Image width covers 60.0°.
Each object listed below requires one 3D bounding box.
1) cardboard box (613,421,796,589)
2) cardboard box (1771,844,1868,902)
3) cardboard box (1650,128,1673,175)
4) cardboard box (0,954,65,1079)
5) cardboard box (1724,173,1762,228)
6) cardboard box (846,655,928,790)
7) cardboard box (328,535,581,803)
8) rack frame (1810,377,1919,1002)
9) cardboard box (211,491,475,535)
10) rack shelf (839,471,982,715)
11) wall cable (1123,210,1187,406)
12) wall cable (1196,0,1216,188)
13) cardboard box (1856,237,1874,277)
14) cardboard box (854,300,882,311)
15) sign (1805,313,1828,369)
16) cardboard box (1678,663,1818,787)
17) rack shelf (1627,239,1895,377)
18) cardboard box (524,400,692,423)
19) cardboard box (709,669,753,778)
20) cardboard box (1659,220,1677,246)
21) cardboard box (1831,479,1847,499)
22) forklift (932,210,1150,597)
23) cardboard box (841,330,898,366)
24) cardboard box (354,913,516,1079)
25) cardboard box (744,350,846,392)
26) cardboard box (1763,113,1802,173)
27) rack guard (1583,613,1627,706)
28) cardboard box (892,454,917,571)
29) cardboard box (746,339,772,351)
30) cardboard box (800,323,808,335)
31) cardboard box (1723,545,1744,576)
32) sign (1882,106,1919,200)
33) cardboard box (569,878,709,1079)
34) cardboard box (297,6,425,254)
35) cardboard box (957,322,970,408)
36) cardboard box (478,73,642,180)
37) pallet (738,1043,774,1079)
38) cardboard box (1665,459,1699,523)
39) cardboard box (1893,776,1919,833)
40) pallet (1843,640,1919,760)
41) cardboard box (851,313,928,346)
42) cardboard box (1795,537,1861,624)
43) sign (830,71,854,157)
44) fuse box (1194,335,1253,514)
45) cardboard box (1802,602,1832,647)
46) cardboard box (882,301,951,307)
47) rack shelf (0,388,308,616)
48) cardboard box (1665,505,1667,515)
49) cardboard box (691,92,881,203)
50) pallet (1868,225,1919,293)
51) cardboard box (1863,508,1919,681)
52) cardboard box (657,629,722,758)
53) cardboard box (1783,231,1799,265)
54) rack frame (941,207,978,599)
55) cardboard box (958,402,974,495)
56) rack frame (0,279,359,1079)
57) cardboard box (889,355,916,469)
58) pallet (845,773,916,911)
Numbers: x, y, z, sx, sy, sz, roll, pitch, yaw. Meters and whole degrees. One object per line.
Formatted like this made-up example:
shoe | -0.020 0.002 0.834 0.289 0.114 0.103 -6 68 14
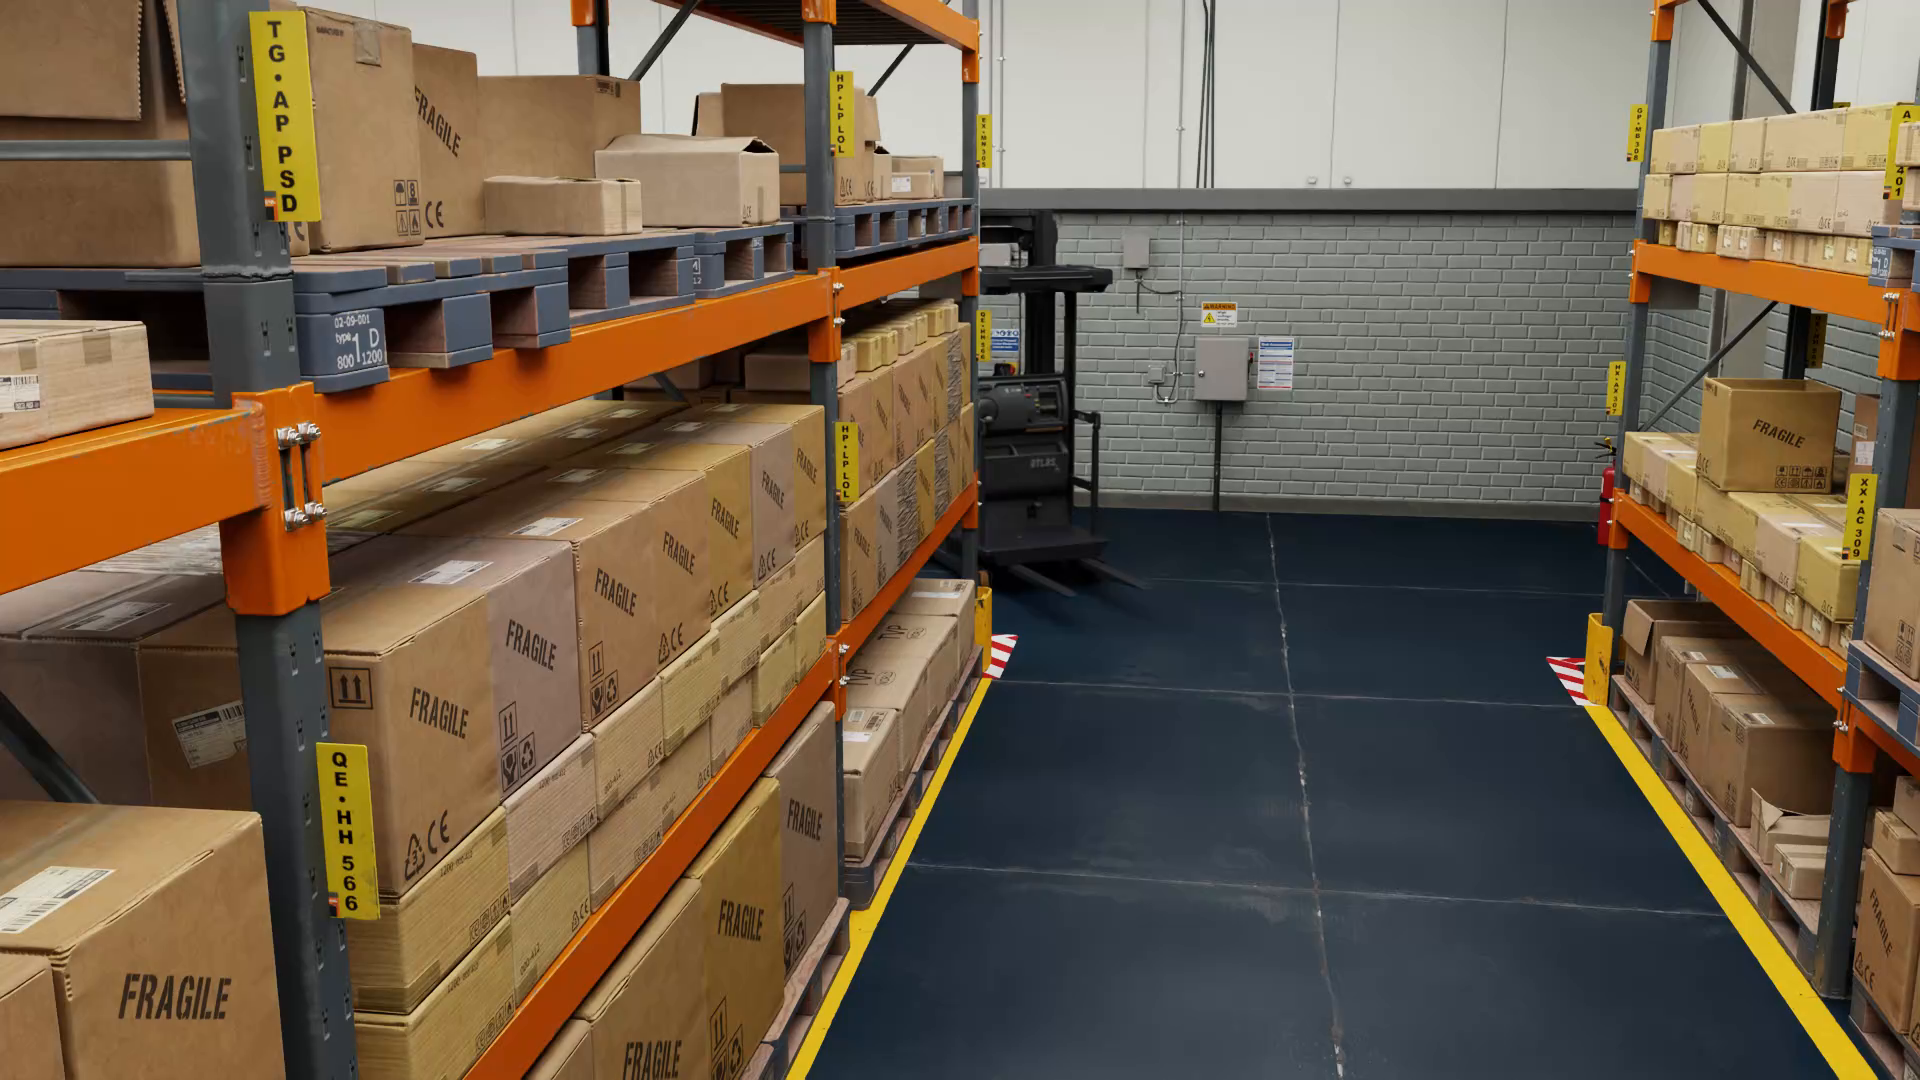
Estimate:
cardboard box | -0.895 -0.135 5.890 0.500 0.500 0.500 2 12 10
cardboard box | 3.699 1.416 7.071 0.380 0.149 0.250 2 12 7
cardboard box | 4.202 -2.178 9.322 0.500 0.250 0.500 2 12 8
cardboard box | -1.481 0.838 2.044 0.500 0.500 0.500 2 12 8
cardboard box | 3.974 -1.613 7.888 0.500 0.250 0.500 2 12 8
cardboard box | -0.662 0.927 8.657 0.875 0.438 0.875 2 12 7
cardboard box | -1.233 0.290 3.916 0.500 0.500 0.500 2 12 9
rack frame | 3.903 0.353 6.233 1.000 3.000 0.127 2 12 9
cardboard box | -1.643 0.162 4.510 0.500 0.500 0.500 2 12 9
rack shelf | -0.695 0.129 8.983 1.077 0.370 4.000 2 12 9
wall cable | 1.860 -2.267 15.981 0.588 1.984 0.122 2 12 9
wall cable | 3.699 -4.660 15.169 2.988 3.039 0.133 2 12 9
cardboard box | 3.666 -1.074 6.335 0.380 0.149 0.250 2 12 8
cardboard box | -0.685 -1.372 10.090 0.380 0.149 0.250 2 12 10
sign | 5.064 -1.178 9.839 0.100 0.325 0.005 2 12 9
cardboard box | 3.980 0.945 8.424 0.500 0.500 0.500 2 12 10
rack shelf | 4.211 -1.178 7.925 1.077 0.370 4.000 2 12 9
cardboard box | -1.354 -0.262 6.478 0.500 0.500 0.500 2 12 9
cardboard box | -0.998 0.579 5.544 0.500 0.250 0.500 2 12 7
cardboard box | 4.239 -1.764 9.534 0.380 0.149 0.250 2 12 10
cardboard box | 4.468 -0.128 8.117 0.500 0.250 0.500 2 12 9
forklift | 0.524 -1.130 13.281 1.130 2.935 3.031 -5 13 -22
cardboard box | -0.508 -0.931 8.044 0.380 0.149 0.250 2 12 7
cardboard box | -1.293 1.006 3.563 0.500 0.250 0.500 2 12 8
cardboard box | -0.697 -0.719 7.057 0.380 0.149 0.250 2 12 8
cardboard box | 3.898 -1.753 7.352 0.500 0.250 0.500 2 12 10
rack guard | 4.507 0.759 10.287 1.175 0.500 0.348 2 12 9
cardboard box | -0.507 -0.153 8.344 0.500 0.500 0.500 2 12 9
cardboard box | -1.073 -0.839 7.615 0.380 0.149 0.250 2 12 9
cardboard box | -0.987 -1.051 8.602 0.380 0.149 0.250 2 12 9
cardboard box | 3.957 0.081 8.093 0.380 0.149 0.250 2 12 9
sign | 3.366 -1.382 5.937 0.100 0.325 0.005 2 12 9
cardboard box | -1.288 1.533 4.807 0.875 0.875 0.875 2 12 9
cardboard box | -1.653 -0.907 3.726 0.700 0.500 0.500 1 12 6
cardboard box | -0.226 -1.069 10.222 0.500 0.500 0.500 2 12 11
cardboard box | -1.424 -1.353 5.797 0.500 0.500 0.500 2 12 8
pallet | -1.232 1.974 5.331 1.003 0.211 1.213 2 12 9
cardboard box | 4.030 -0.255 8.706 0.500 0.250 0.500 2 12 8
cardboard box | 3.645 0.976 6.037 0.380 0.149 0.250 2 12 8
pallet | 3.672 0.610 5.498 1.003 0.211 1.213 2 12 9
cardboard box | -0.386 -1.145 9.038 0.380 0.149 0.250 2 12 10
cardboard box | 3.740 0.167 6.746 0.500 0.250 0.500 2 12 10
sign | -0.464 -1.664 6.500 0.100 0.325 0.005 2 12 9
fuse box | 2.510 -1.086 15.969 0.539 1.711 0.414 2 12 9
cardboard box | 3.721 0.347 6.860 0.380 0.149 0.250 2 12 10
cardboard box | -0.260 -1.359 10.030 0.380 0.149 0.250 2 12 10
rack shelf | -1.925 0.328 0.940 1.077 0.370 4.000 2 12 9
cardboard box | 4.197 -0.187 9.335 0.380 0.149 0.250 2 12 8
cardboard box | -0.827 -1.859 7.902 0.797 0.503 0.637 3 12 13
pallet | 3.733 -0.887 5.318 1.213 0.211 1.003 2 12 9
cardboard box | 3.608 0.193 5.745 0.700 0.500 0.500 2 12 10
cardboard box | -1.035 0.441 4.994 0.500 0.250 0.500 2 12 10
cardboard box | 3.869 -1.287 7.320 0.380 0.149 0.250 2 12 11
rack frame | -0.387 -0.639 10.839 1.000 3.000 0.127 2 12 9
cardboard box | -0.200 -0.579 10.323 0.500 0.500 0.500 2 12 9
rack frame | -1.617 1.026 3.112 1.000 3.000 0.127 2 12 9
cardboard box | -0.516 -0.647 8.264 0.500 0.500 0.500 2 12 10
pallet | -0.808 1.401 7.992 1.003 0.211 1.213 2 12 9
